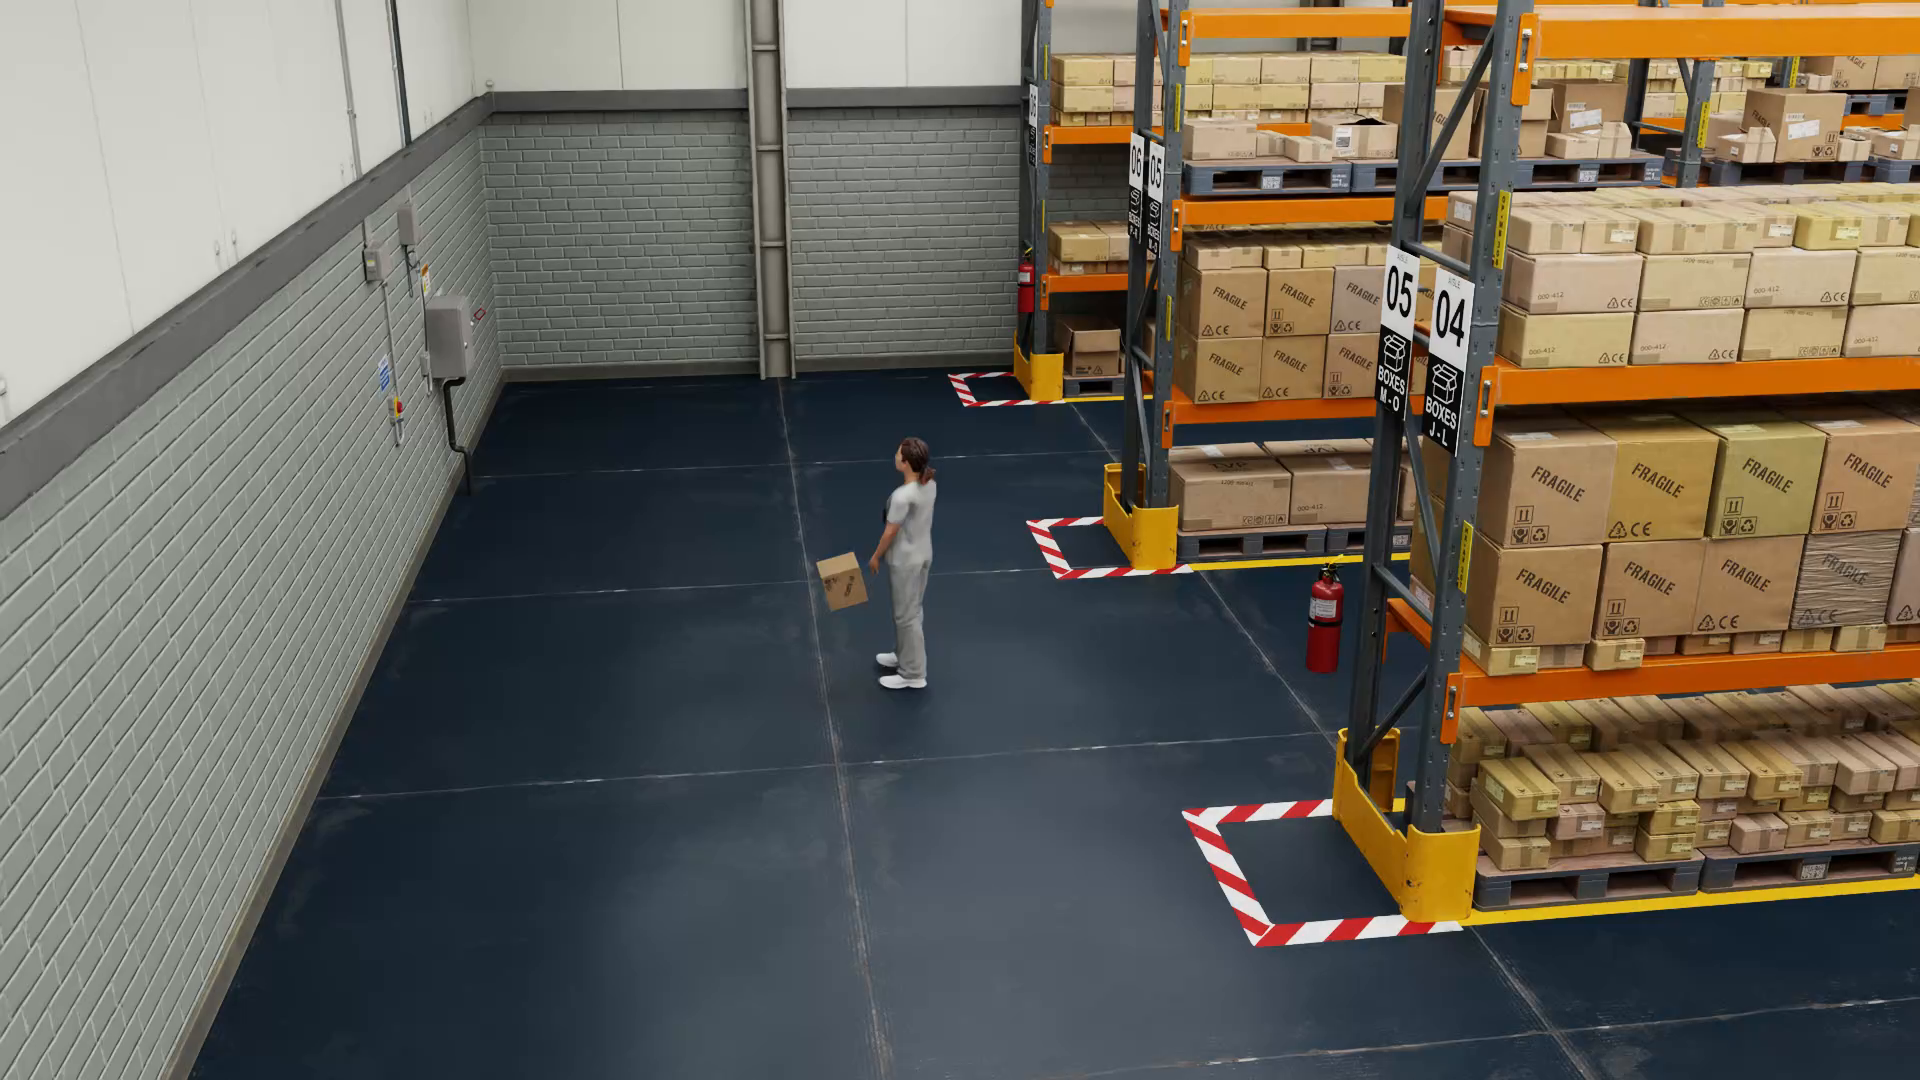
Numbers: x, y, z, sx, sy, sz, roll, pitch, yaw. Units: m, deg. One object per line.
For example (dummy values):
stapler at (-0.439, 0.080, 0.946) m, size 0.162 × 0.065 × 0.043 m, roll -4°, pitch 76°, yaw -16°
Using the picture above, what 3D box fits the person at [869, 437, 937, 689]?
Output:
person at (-0.391, 0.133, 10.689) m, size 0.540 × 1.672 × 0.482 m, roll 10°, pitch 22°, yaw 25°
